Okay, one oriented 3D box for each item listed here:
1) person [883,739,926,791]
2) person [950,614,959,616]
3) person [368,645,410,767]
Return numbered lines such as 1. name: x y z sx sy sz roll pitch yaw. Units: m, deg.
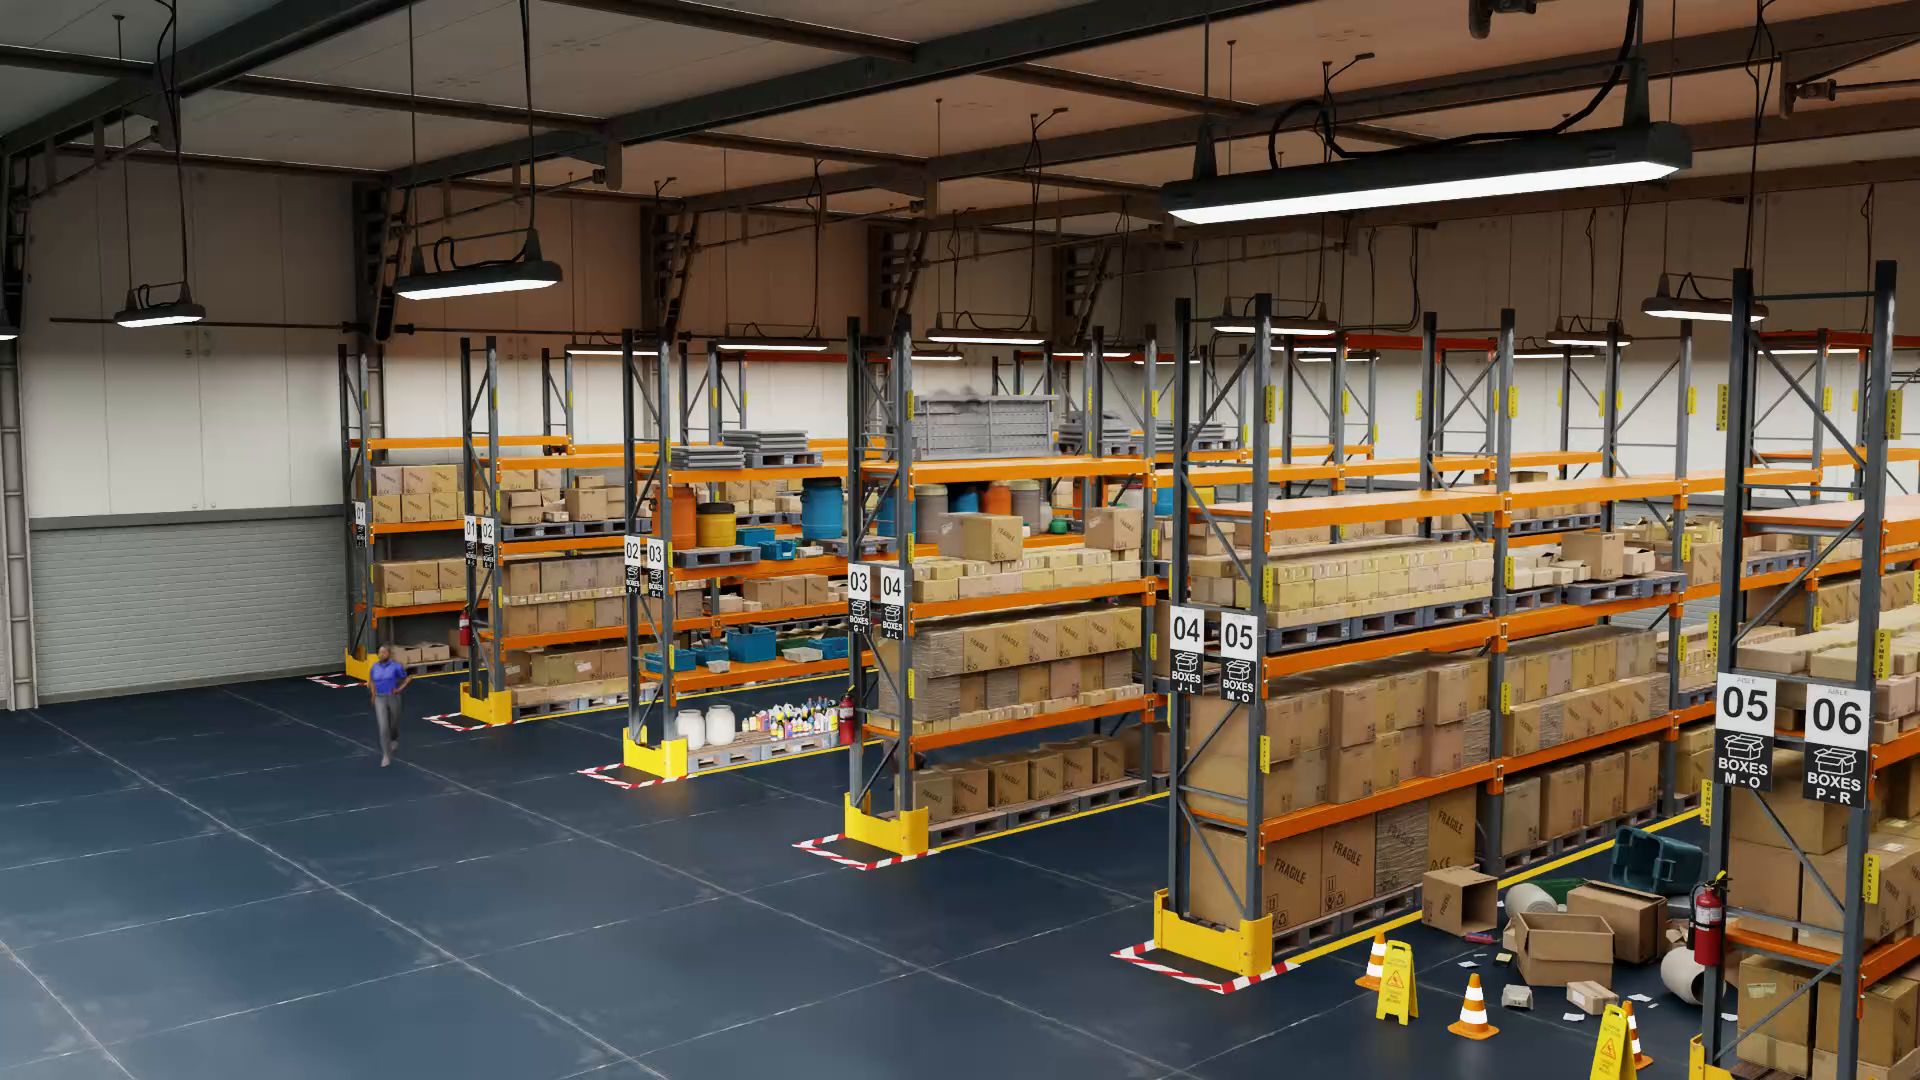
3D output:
1. person: -0.743 2.364 21.281 0.643 1.670 0.628 4 6 37
2. person: -0.132 1.411 28.786 0.691 1.819 0.911 5 7 42
3. person: -7.973 2.280 23.216 0.574 1.658 0.773 -1 5 -9
